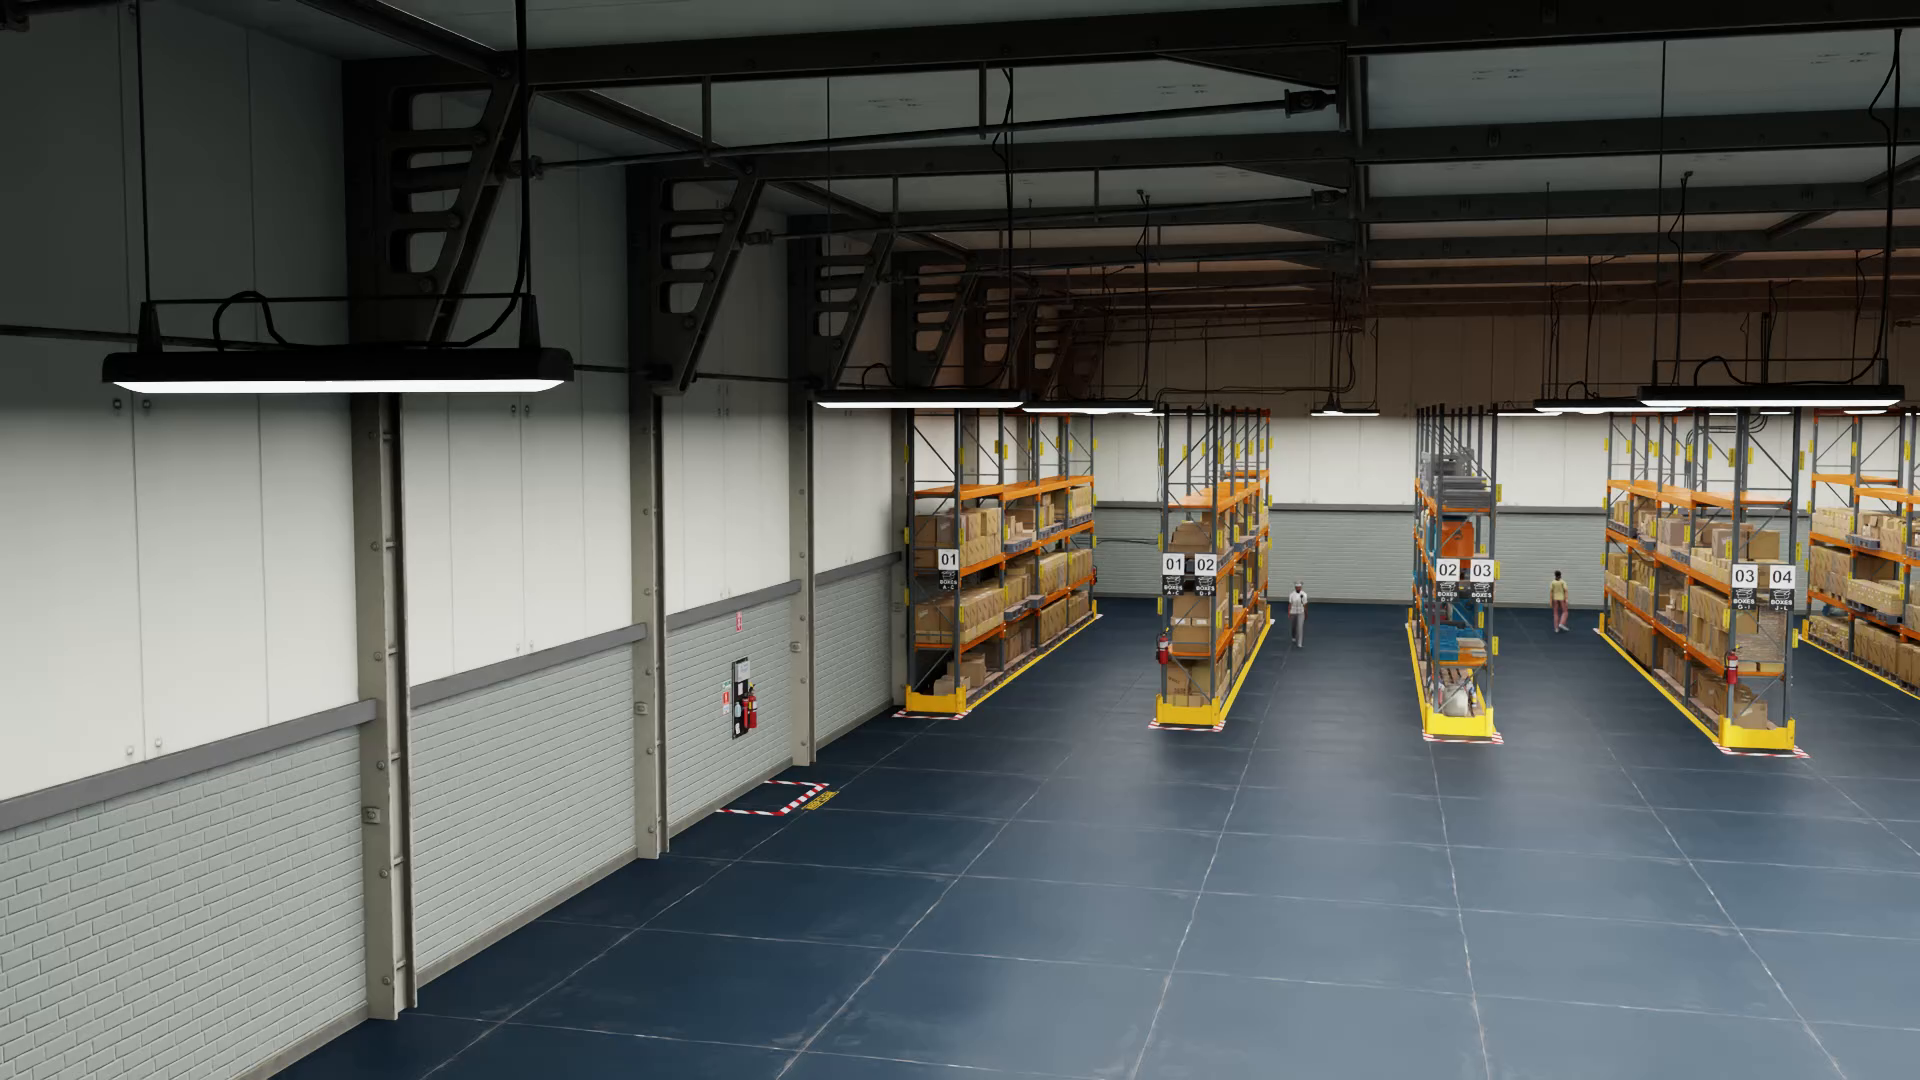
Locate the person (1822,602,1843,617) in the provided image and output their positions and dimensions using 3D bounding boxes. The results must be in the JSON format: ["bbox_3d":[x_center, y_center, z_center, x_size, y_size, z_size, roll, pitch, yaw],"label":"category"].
[{"bbox_3d":[23.785,1.633,45.358,0.819,1.548,0.414,1,4,9],"label":"person"}]

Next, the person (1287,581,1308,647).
[{"bbox_3d":[8.513,1.840,41.915,0.486,1.617,1.045,1,4,15],"label":"person"}]

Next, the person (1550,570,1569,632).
[{"bbox_3d":[16.070,1.646,44.567,0.523,1.668,0.492,2,4,22],"label":"person"}]
